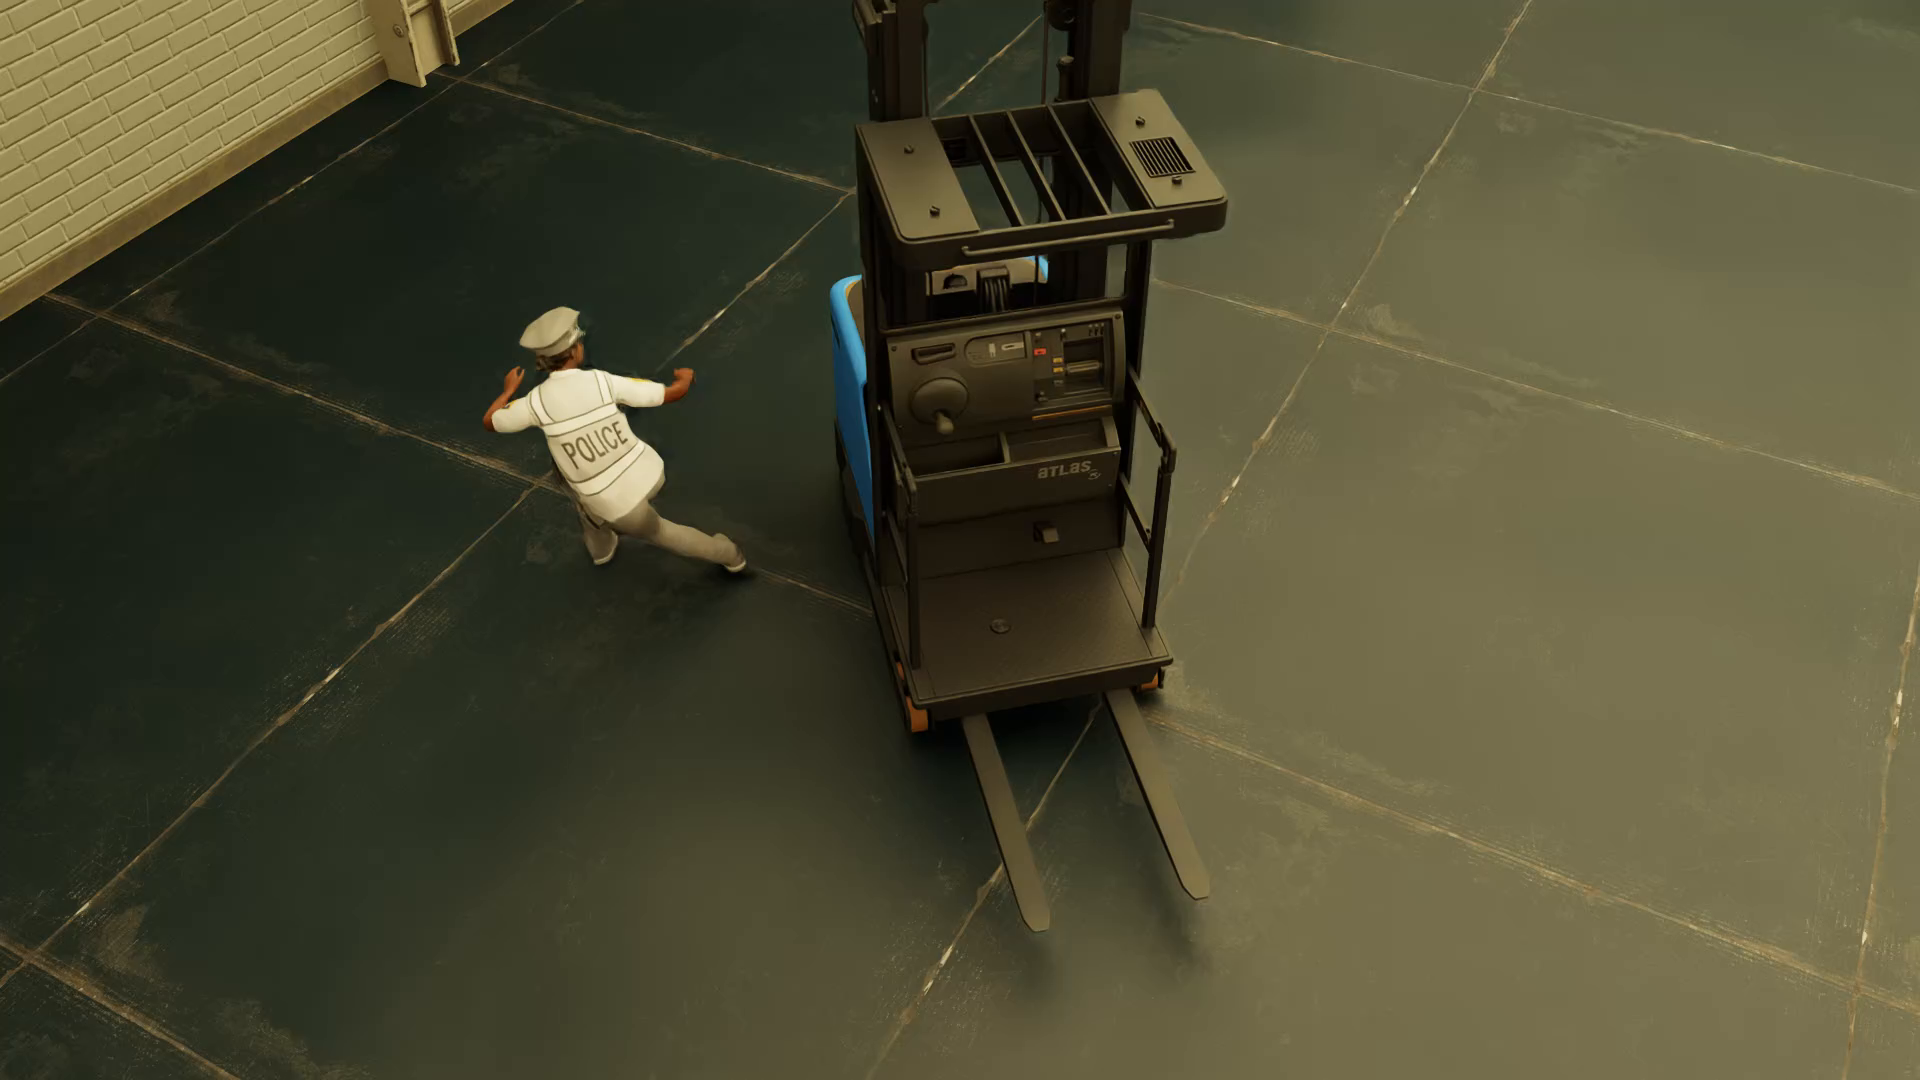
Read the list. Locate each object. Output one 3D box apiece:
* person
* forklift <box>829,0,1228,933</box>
[{"bbox_3d":[-1.509,-0.415,7.178,0.900,1.425,0.907,32,52,30],"label":"person"},{"bbox_3d":[0.237,-0.557,6.245,1.130,2.935,3.031,-9,44,-10],"label":"forklift"}]
